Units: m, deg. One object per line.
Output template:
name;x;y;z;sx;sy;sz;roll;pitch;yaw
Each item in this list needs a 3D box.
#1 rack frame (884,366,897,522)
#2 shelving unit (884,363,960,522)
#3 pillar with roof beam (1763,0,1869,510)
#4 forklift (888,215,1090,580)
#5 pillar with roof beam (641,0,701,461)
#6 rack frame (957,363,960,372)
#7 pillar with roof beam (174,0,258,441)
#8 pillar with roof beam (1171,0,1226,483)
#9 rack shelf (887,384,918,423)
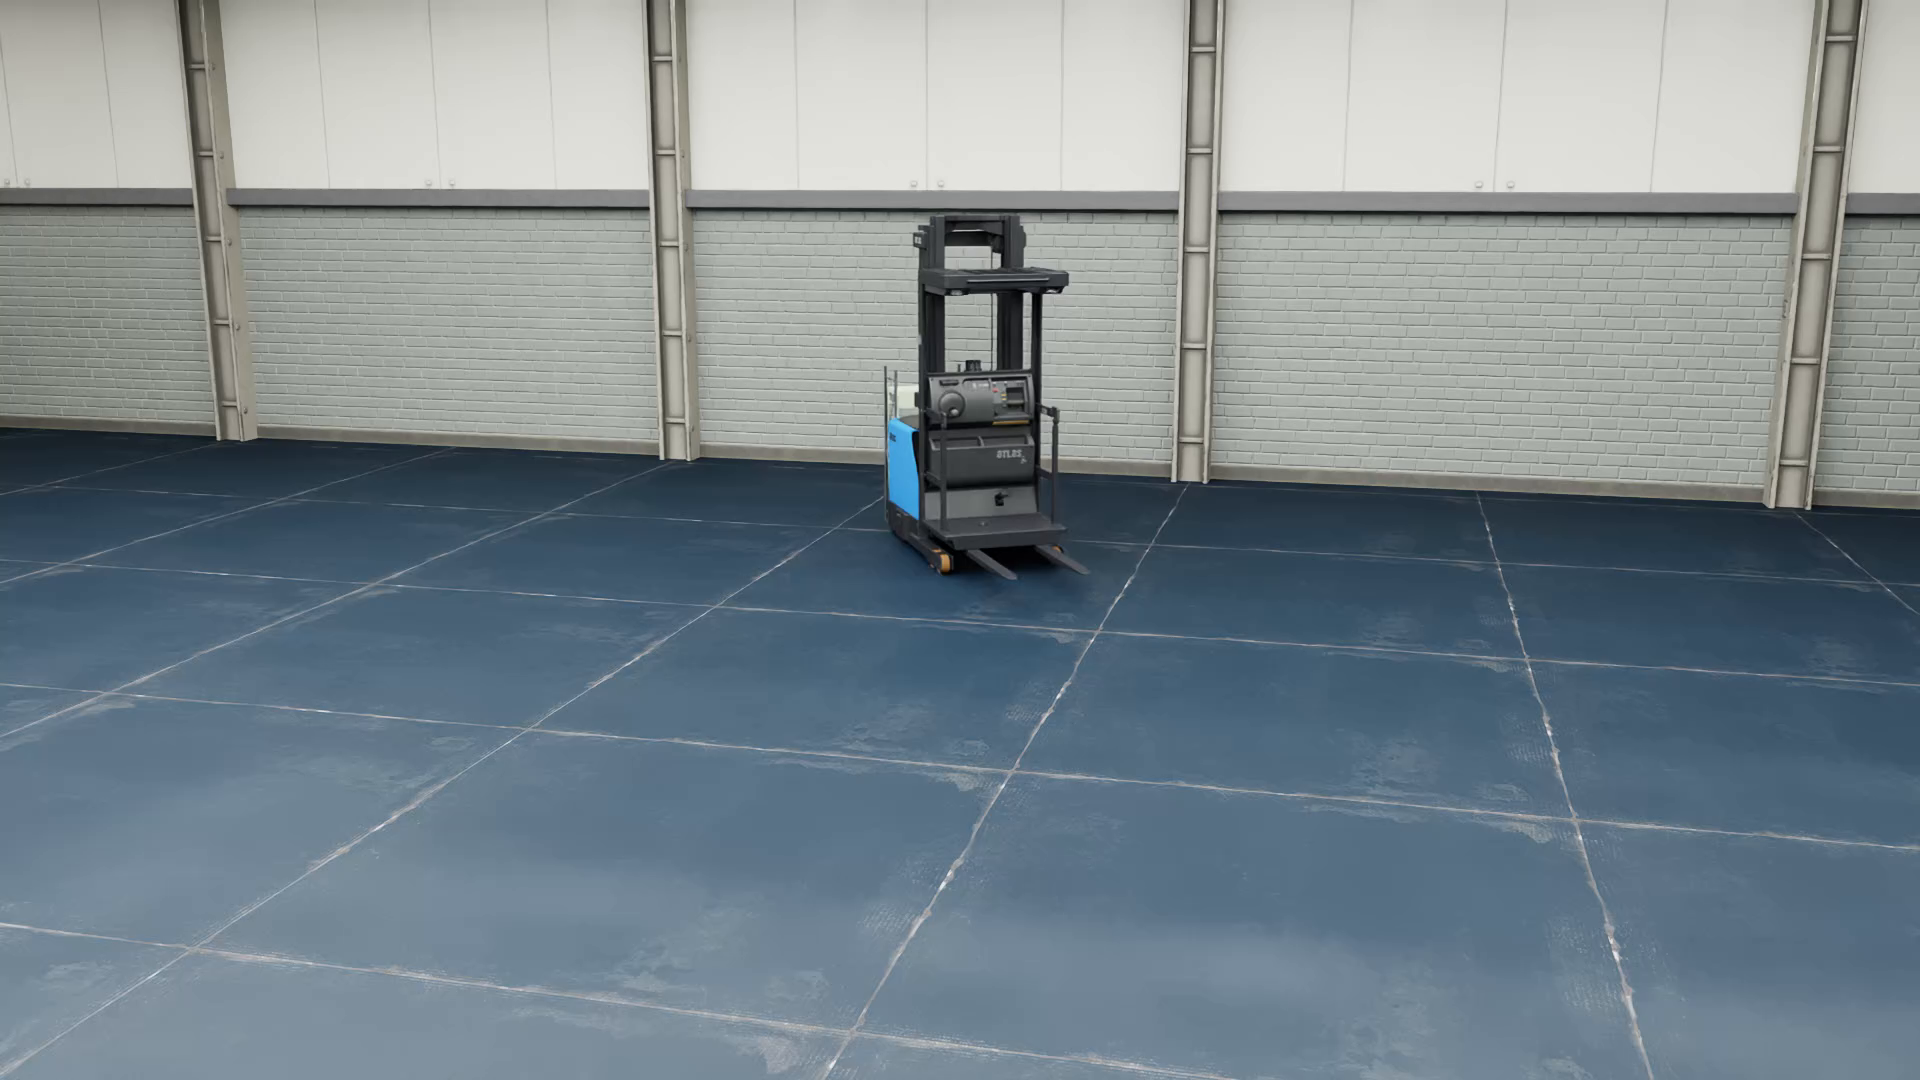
rack frame;-0.653;-0.882;15.761;0.023;1.500;0.400;-4;13;-18
shelving unit;-0.305;-0.906;15.871;0.755;1.500;0.431;-4;13;-18
pillar with roof beam;7.321;-3.833;11.749;0.400;9.000;9.100;3;13;14
forklift;0.253;-1.244;14.092;1.130;2.935;3.031;-4;13;-17
pillar with roof beam;-4.330;-4.455;14.556;0.400;9.000;9.100;3;13;14
rack frame;0.044;-0.931;15.981;0.023;1.500;0.400;-4;13;-18
pillar with roof beam;-10.155;-4.767;15.959;0.400;9.000;9.100;3;13;14
pillar with roof beam;1.496;-4.144;13.153;0.400;9.000;9.100;3;13;14
rack shelf;-0.305;-1.287;15.787;0.720;0.370;0.431;-4;13;-18
